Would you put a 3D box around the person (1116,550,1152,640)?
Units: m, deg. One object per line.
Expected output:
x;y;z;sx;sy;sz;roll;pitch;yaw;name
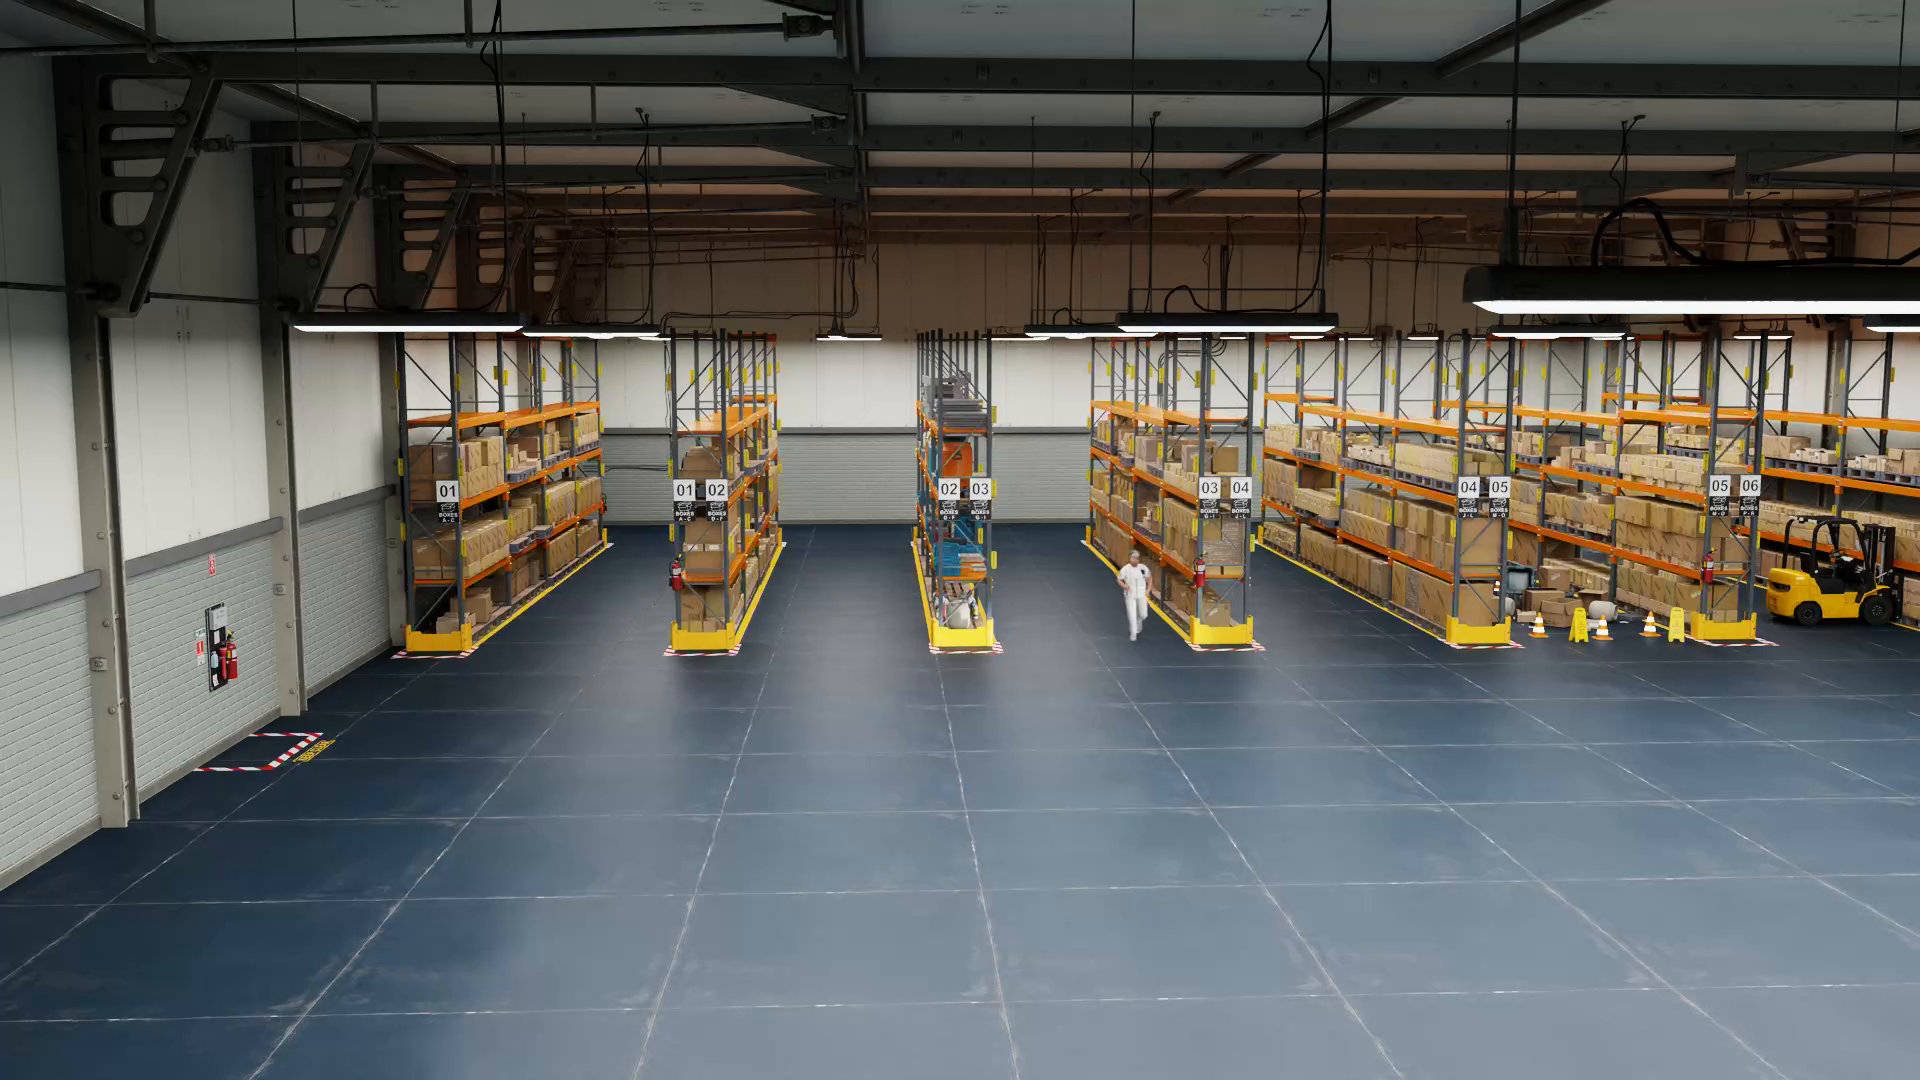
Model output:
3.399;1.062;32.289;0.719;1.747;0.567;-1;7;-5;person

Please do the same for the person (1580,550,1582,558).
15.901;-0.207;42.879;0.657;1.821;0.834;-1;7;-11;person
